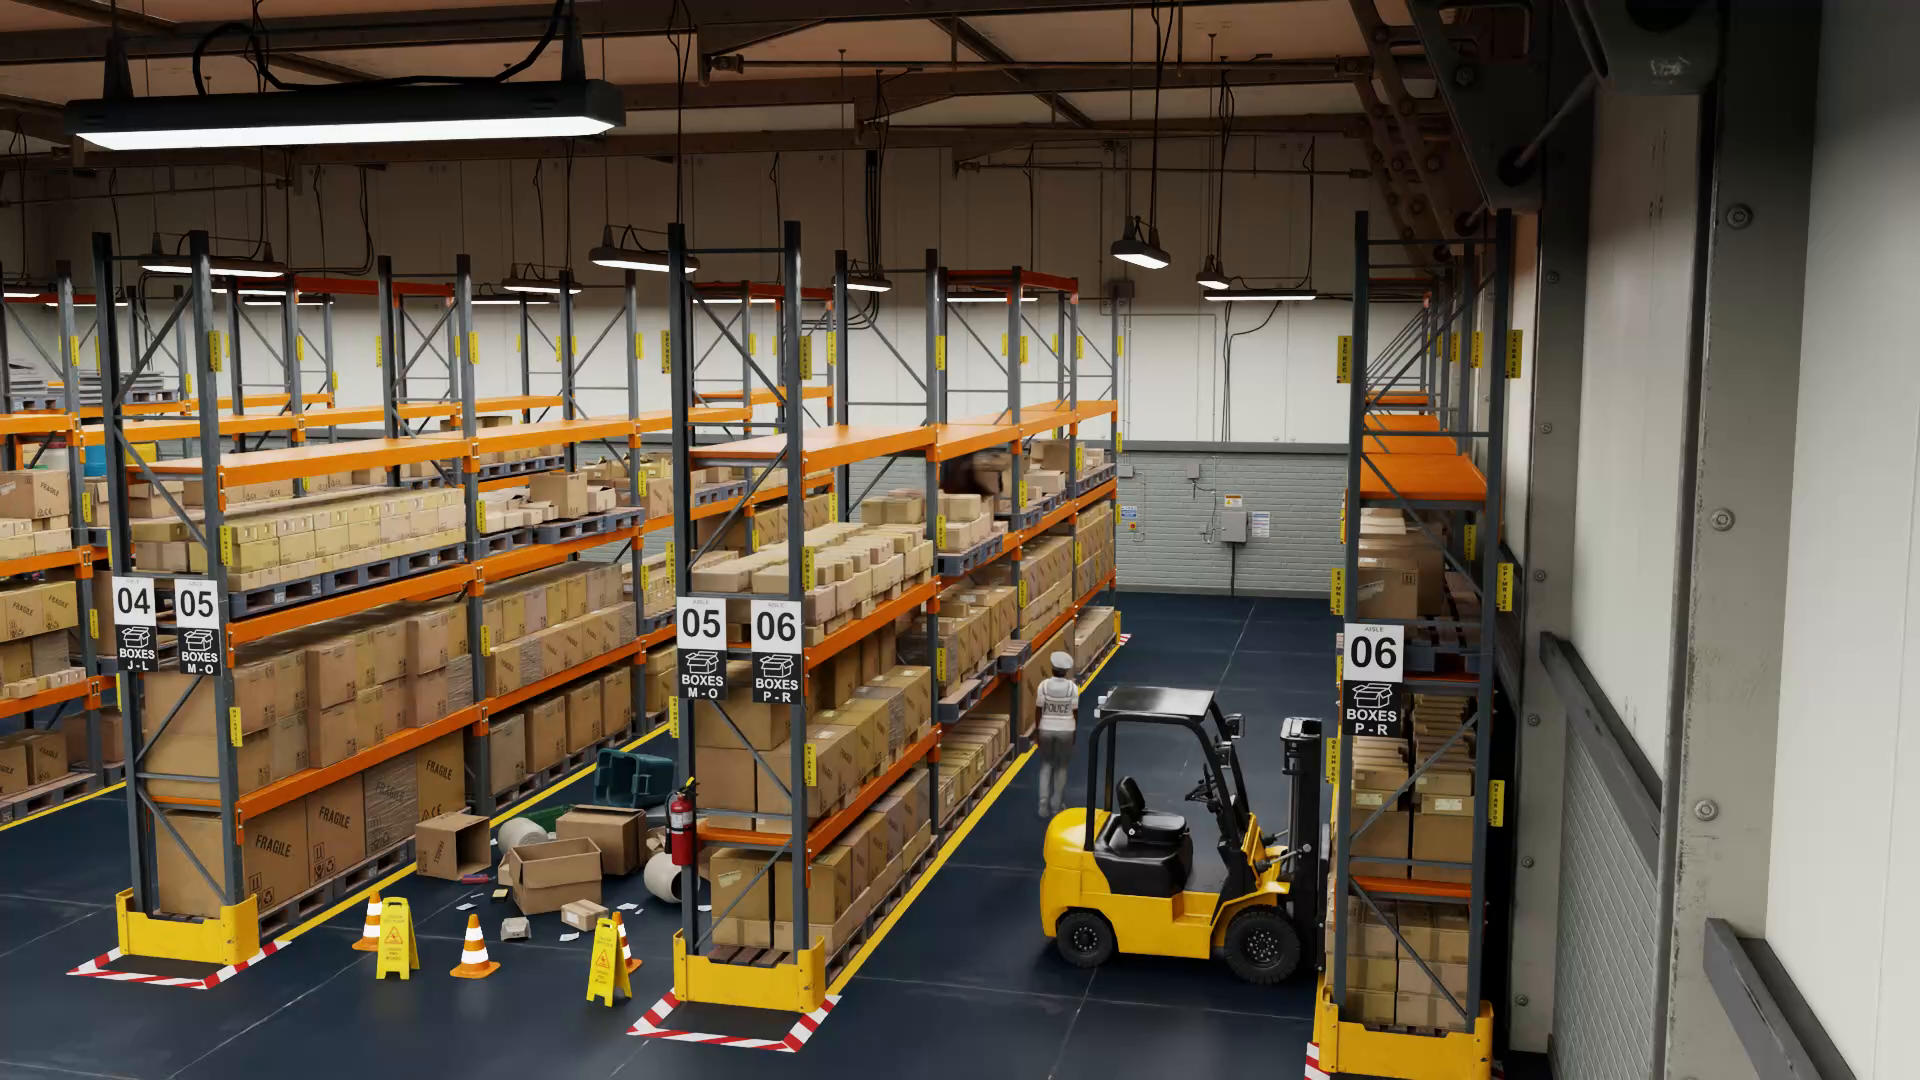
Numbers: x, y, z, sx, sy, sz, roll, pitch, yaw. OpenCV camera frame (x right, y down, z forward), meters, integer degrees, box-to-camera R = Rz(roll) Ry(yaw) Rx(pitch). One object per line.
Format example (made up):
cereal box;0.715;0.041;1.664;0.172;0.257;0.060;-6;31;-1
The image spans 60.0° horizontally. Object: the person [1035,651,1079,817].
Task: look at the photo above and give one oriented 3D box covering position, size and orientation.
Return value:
person;1.010;2.004;17.130;0.442;1.755;0.456;2;7;17
